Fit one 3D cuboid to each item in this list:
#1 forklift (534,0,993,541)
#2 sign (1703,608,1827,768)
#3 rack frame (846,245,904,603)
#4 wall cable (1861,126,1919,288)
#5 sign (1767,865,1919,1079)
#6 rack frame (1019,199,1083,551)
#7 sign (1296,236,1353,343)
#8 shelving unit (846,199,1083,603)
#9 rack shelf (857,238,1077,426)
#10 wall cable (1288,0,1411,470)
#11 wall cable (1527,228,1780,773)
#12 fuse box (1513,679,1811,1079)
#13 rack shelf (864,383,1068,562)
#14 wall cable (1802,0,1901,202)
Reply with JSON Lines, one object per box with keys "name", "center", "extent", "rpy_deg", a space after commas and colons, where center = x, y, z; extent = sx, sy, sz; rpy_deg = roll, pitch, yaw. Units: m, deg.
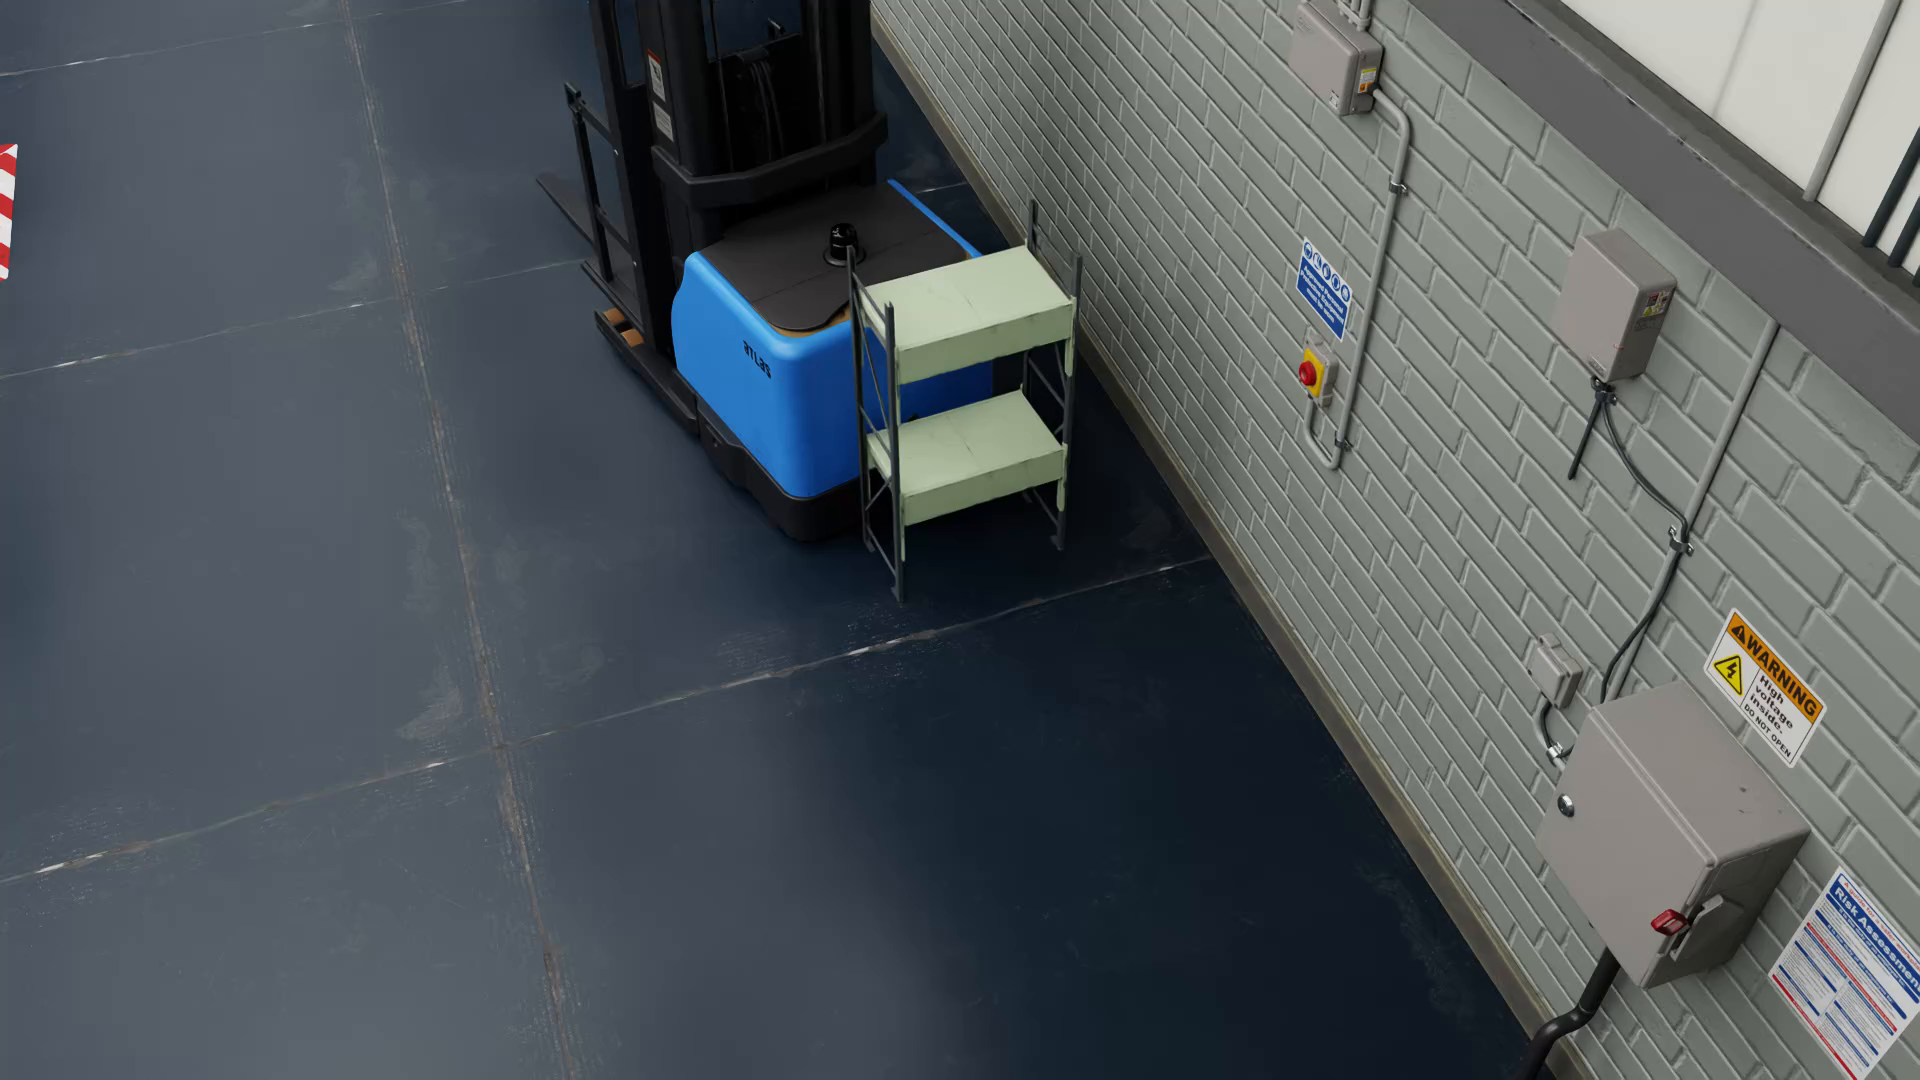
{"name": "forklift", "center": [-1.088, -2.043, 7.026], "extent": [1.130, 2.935, 3.031], "rpy_deg": [-26, 51, -23]}
{"name": "sign", "center": [1.932, 0.355, 4.005], "extent": [0.001, 0.242, 0.339], "rpy_deg": [-14, 47, -14]}
{"name": "rack frame", "center": [-0.320, -0.403, 6.402], "extent": [0.023, 1.500, 0.400], "rpy_deg": [-18, 48, -17]}
{"name": "wall cable", "center": [2.302, -0.650, 1.327], "extent": [0.133, 3.039, 2.988], "rpy_deg": [-14, 47, -14]}
{"name": "sign", "center": [2.119, 1.046, 3.966], "extent": [0.001, 0.494, 0.329], "rpy_deg": [-14, 47, -14]}
{"name": "rack frame", "center": [0.349, -0.615, 6.613], "extent": [0.023, 1.500, 0.400], "rpy_deg": [-18, 48, -17]}
{"name": "sign", "center": [1.221, -0.844, 5.592], "extent": [0.001, 0.218, 0.327], "rpy_deg": [-14, 47, -14]}
{"name": "shelving unit", "center": [0.015, -0.509, 6.508], "extent": [0.755, 1.500, 0.431], "rpy_deg": [-18, 48, -17]}
{"name": "rack shelf", "center": [0.015, -0.785, 6.231], "extent": [0.720, 0.370, 0.431], "rpy_deg": [-18, 48, -17]}
{"name": "wall cable", "center": [1.180, -1.071, 5.270], "extent": [0.123, 1.953, 0.585], "rpy_deg": [-14, 47, -14]}
{"name": "wall cable", "center": [1.673, -0.118, 4.342], "extent": [0.122, 1.984, 0.588], "rpy_deg": [-14, 47, -14]}
{"name": "fuse box", "center": [1.756, 1.188, 4.667], "extent": [0.414, 1.711, 0.539], "rpy_deg": [-14, 47, -14]}
{"name": "rack shelf", "center": [0.015, -0.279, 6.739], "extent": [0.720, 0.370, 0.431], "rpy_deg": [-18, 48, -17]}
{"name": "wall cable", "center": [1.392, -2.502, 3.199], "extent": [0.029, 3.000, 2.355], "rpy_deg": [-14, 47, -14]}
